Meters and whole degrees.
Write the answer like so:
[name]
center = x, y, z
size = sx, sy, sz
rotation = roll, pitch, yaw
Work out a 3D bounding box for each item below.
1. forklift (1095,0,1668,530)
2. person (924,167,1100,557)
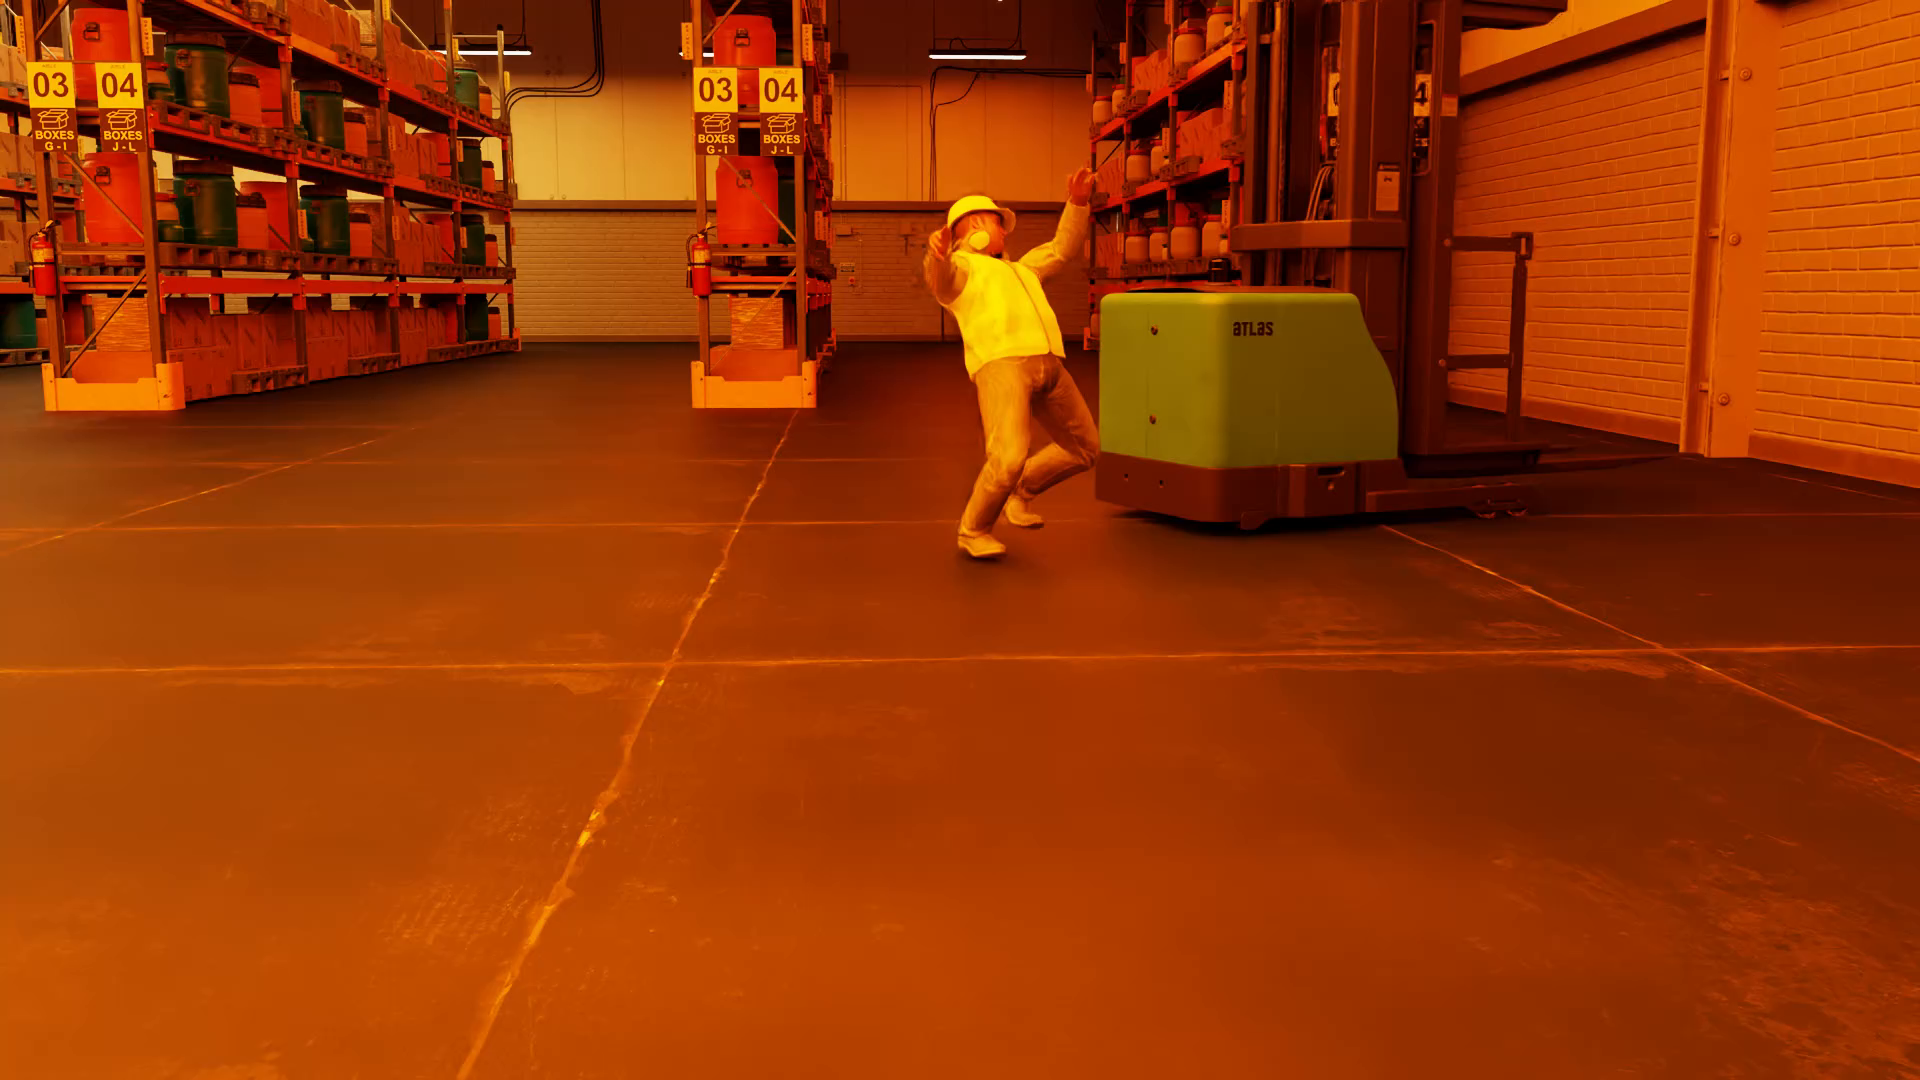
[forklift]
center = 2.219, -1.616, 8.215
size = 3.031, 2.935, 1.130
rotation = -4, 9, -26
[person]
center = 0.077, -0.716, 6.736
size = 0.706, 1.559, 1.047
rotation = 6, 10, 36
